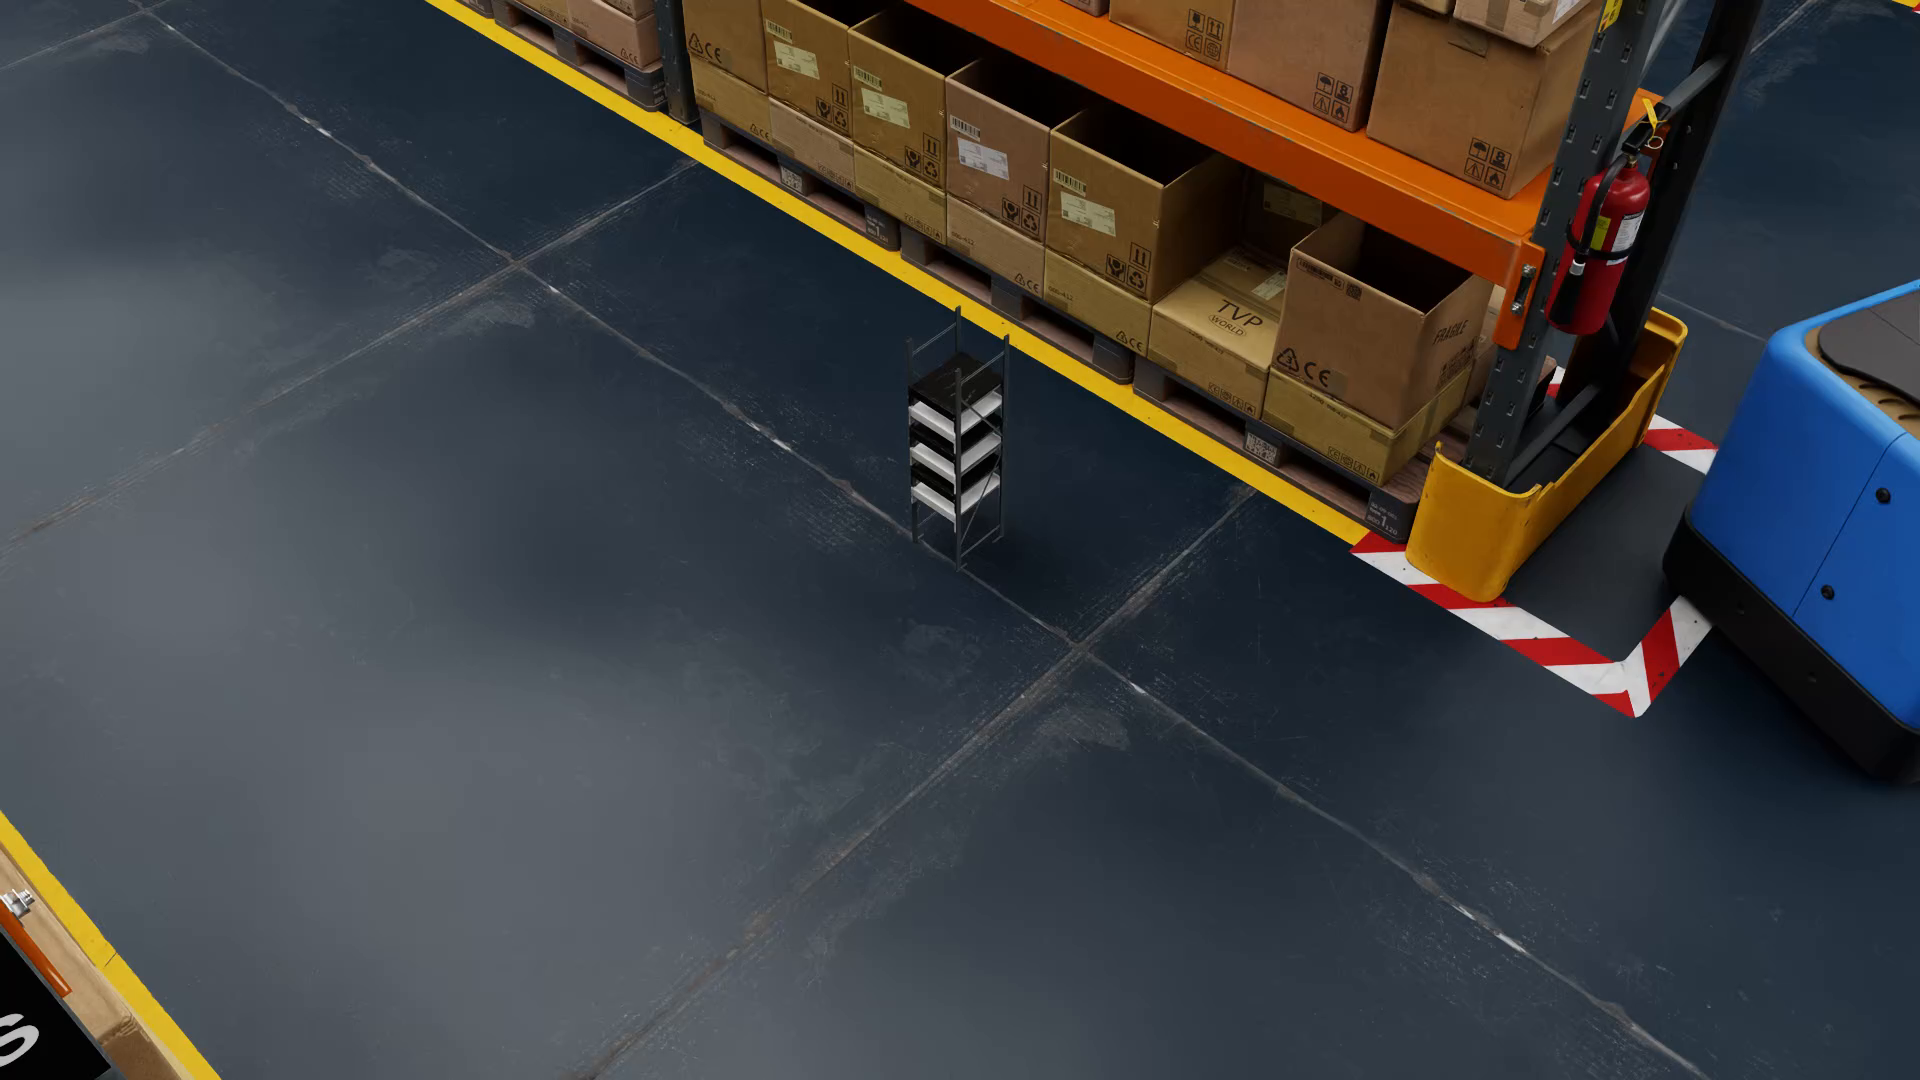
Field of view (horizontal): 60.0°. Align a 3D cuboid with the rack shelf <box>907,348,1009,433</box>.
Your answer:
[{"bbox_3d":[-0.006,-0.474,5.253,0.200,0.077,0.258,34,55,28],"label":"rack shelf"}]

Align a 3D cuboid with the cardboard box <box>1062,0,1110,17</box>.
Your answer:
[{"bbox_3d":[0.529,-2.243,5.730,0.500,0.500,0.700,36,56,29],"label":"cardboard box"}]

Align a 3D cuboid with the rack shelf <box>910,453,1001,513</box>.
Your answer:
[{"bbox_3d":[-0.006,-0.228,5.516,0.200,0.077,0.258,34,55,28],"label":"rack shelf"}]

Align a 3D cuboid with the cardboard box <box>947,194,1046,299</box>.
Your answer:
[{"bbox_3d":[0.298,-1.252,6.466,0.500,0.250,0.500,34,55,28],"label":"cardboard box"}]

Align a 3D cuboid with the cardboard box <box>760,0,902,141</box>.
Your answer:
[{"bbox_3d":[-0.435,-2.004,6.658,0.500,0.500,0.500,34,55,28],"label":"cardboard box"}]

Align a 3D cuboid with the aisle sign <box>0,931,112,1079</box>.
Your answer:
[{"bbox_3d":[-1.098,0.433,1.502,0.004,0.787,0.394,34,55,28],"label":"aisle sign"}]

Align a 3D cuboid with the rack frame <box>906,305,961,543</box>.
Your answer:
[{"bbox_3d":[-0.081,-0.362,5.473,0.006,0.900,0.240,34,55,28],"label":"rack frame"}]

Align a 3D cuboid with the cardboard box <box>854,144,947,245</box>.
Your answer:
[{"bbox_3d":[-0.073,-1.496,6.695,0.500,0.250,0.500,34,55,28],"label":"cardboard box"}]

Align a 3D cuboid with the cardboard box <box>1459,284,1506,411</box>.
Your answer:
[{"bbox_3d":[1.760,-0.794,6.036,0.500,0.250,0.500,34,55,28],"label":"cardboard box"}]

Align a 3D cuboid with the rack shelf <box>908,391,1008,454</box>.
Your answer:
[{"bbox_3d":[-0.006,-0.412,5.319,0.200,0.077,0.258,34,55,28],"label":"rack shelf"}]

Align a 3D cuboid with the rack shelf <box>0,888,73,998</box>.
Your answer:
[{"bbox_3d":[-2.824,-0.321,2.430,4.000,0.370,1.077,34,55,28],"label":"rack shelf"}]

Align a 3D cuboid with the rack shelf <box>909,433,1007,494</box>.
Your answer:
[{"bbox_3d":[-0.006,-0.289,5.450,0.200,0.077,0.258,34,55,28],"label":"rack shelf"}]

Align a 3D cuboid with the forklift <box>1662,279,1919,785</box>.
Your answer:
[{"bbox_3d":[3.907,-1.012,4.689,3.031,2.935,1.130,-19,50,-17],"label":"forklift"}]

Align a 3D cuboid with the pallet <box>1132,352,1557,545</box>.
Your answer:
[{"bbox_3d":[1.413,-0.608,6.176,1.213,0.211,1.003,34,55,28],"label":"pallet"}]

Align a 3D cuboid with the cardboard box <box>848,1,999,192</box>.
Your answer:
[{"bbox_3d":[-0.073,-1.753,6.422,0.500,0.500,0.500,34,55,28],"label":"cardboard box"}]

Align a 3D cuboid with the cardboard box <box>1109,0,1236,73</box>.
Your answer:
[{"bbox_3d":[0.919,-1.985,5.487,0.500,0.500,0.700,34,56,28],"label":"cardboard box"}]

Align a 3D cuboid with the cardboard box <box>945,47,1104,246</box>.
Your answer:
[{"bbox_3d":[0.296,-1.507,6.191,0.500,0.500,0.500,34,55,28],"label":"cardboard box"}]

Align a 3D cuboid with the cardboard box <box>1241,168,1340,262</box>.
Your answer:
[{"bbox_3d":[1.391,-1.297,5.994,0.500,0.500,0.500,34,55,28],"label":"cardboard box"}]

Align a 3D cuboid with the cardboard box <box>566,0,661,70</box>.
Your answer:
[{"bbox_3d":[-1.438,-2.437,7.579,0.500,0.250,0.500,33,55,27],"label":"cardboard box"}]

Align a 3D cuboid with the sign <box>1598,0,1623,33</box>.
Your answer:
[{"bbox_3d":[1.625,-1.401,4.051,0.005,0.325,0.100,34,55,28],"label":"sign"}]

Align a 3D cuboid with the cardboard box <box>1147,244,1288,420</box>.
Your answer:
[{"bbox_3d":[1.033,-0.757,6.002,0.500,0.250,0.500,34,55,28],"label":"cardboard box"}]

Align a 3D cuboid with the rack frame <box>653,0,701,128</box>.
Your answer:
[{"bbox_3d":[-0.936,-3.185,6.683,0.127,3.000,1.000,34,55,28],"label":"rack frame"}]

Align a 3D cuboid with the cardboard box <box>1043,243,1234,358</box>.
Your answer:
[{"bbox_3d":[0.664,-1.004,6.233,0.500,0.250,0.500,34,55,28],"label":"cardboard box"}]

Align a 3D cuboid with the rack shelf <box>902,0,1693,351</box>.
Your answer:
[{"bbox_3d":[0.533,-1.950,6.017,4.000,0.370,1.077,34,55,28],"label":"rack shelf"}]

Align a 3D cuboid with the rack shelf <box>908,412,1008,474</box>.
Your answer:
[{"bbox_3d":[-0.006,-0.351,5.384,0.200,0.077,0.258,34,55,28],"label":"rack shelf"}]

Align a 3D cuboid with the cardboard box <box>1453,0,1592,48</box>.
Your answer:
[{"bbox_3d":[1.593,-1.550,4.634,0.250,0.149,0.380,33,55,27],"label":"cardboard box"}]

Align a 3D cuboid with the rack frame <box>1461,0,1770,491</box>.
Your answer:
[{"bbox_3d":[2.003,-1.207,4.826,0.127,3.000,1.000,34,55,28],"label":"rack frame"}]

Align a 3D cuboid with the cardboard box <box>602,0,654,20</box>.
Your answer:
[{"bbox_3d":[-1.428,-2.626,7.372,0.500,0.311,0.500,34,55,28],"label":"cardboard box"}]

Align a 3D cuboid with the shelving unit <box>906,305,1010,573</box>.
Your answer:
[{"bbox_3d":[-0.006,-0.312,5.426,0.210,0.900,0.258,34,55,28],"label":"shelving unit"}]

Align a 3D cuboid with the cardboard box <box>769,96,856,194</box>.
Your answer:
[{"bbox_3d":[-0.437,-1.746,6.930,0.500,0.250,0.500,34,55,28],"label":"cardboard box"}]

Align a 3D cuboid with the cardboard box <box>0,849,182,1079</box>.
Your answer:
[{"bbox_3d":[-1.501,0.839,2.479,0.500,0.500,0.500,34,55,28],"label":"cardboard box"}]

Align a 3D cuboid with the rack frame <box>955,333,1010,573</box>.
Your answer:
[{"bbox_3d":[0.069,-0.262,5.379,0.006,0.900,0.240,34,55,28],"label":"rack frame"}]

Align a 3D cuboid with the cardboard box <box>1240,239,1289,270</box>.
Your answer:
[{"bbox_3d":[1.390,-1.039,6.266,0.500,0.250,0.500,34,55,28],"label":"cardboard box"}]

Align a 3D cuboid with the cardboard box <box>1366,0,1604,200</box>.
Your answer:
[{"bbox_3d":[1.669,-1.479,5.013,0.500,0.500,0.700,34,55,28],"label":"cardboard box"}]

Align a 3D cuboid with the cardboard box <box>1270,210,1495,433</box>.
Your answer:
[{"bbox_3d":[1.407,-0.772,5.501,0.500,0.500,0.500,34,55,28],"label":"cardboard box"}]

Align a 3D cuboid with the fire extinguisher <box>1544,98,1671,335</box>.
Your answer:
[{"bbox_3d":[1.775,-0.873,4.566,0.183,0.674,0.296,34,55,28],"label":"fire extinguisher"}]

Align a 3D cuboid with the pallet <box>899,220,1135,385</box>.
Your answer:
[{"bbox_3d":[0.520,-1.212,6.743,1.213,0.211,1.003,34,55,28],"label":"pallet"}]

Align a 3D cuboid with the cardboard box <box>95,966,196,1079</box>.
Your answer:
[{"bbox_3d":[-1.497,1.082,2.766,0.500,0.250,0.500,32,55,27],"label":"cardboard box"}]

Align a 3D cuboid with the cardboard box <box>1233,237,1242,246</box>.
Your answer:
[{"bbox_3d":[1.023,-1.287,6.499,0.500,0.250,0.500,34,55,28],"label":"cardboard box"}]

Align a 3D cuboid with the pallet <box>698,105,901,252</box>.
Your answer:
[{"bbox_3d":[-0.380,-1.815,7.309,1.213,0.211,1.003,34,55,28],"label":"pallet"}]

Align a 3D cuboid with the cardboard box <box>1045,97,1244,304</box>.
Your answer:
[{"bbox_3d":[0.662,-1.259,5.958,0.500,0.500,0.500,34,55,28],"label":"cardboard box"}]

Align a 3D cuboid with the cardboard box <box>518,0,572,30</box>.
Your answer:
[{"bbox_3d":[-1.808,-2.688,7.815,0.500,0.250,0.500,33,55,27],"label":"cardboard box"}]

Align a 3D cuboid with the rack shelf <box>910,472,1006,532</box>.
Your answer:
[{"bbox_3d":[-0.006,-0.166,5.581,0.200,0.077,0.258,34,55,28],"label":"rack shelf"}]

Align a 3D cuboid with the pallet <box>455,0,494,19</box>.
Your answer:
[{"bbox_3d":[-2.405,-3.177,8.588,1.213,0.211,1.003,34,55,28],"label":"pallet"}]

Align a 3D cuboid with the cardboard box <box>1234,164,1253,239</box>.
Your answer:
[{"bbox_3d":[1.015,-1.537,6.219,0.500,0.500,0.500,34,55,28],"label":"cardboard box"}]

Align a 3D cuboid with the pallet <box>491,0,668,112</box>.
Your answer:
[{"bbox_3d":[-1.504,-2.574,8.022,1.213,0.211,1.003,34,55,28],"label":"pallet"}]

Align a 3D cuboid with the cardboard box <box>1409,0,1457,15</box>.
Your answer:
[{"bbox_3d":[1.400,-1.679,4.755,0.250,0.149,0.380,35,56,28],"label":"cardboard box"}]

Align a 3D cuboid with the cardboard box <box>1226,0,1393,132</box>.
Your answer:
[{"bbox_3d":[1.280,-1.736,5.254,0.500,0.500,0.700,35,56,29],"label":"cardboard box"}]

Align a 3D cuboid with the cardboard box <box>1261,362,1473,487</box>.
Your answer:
[{"bbox_3d":[1.409,-0.517,5.776,0.500,0.250,0.500,34,55,28],"label":"cardboard box"}]

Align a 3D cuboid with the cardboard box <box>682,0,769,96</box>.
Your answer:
[{"bbox_3d":[-0.808,-2.247,6.886,0.500,0.500,0.500,34,55,28],"label":"cardboard box"}]

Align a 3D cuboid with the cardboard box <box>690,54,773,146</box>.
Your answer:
[{"bbox_3d":[-0.801,-1.996,7.164,0.500,0.250,0.500,34,55,28],"label":"cardboard box"}]

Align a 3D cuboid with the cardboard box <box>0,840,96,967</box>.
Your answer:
[{"bbox_3d":[-1.857,0.589,2.714,0.500,0.500,0.500,34,55,28],"label":"cardboard box"}]

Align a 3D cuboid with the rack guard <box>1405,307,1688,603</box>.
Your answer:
[{"bbox_3d":[2.021,-0.340,5.726,0.348,0.500,1.175,34,55,28],"label":"rack guard"}]
